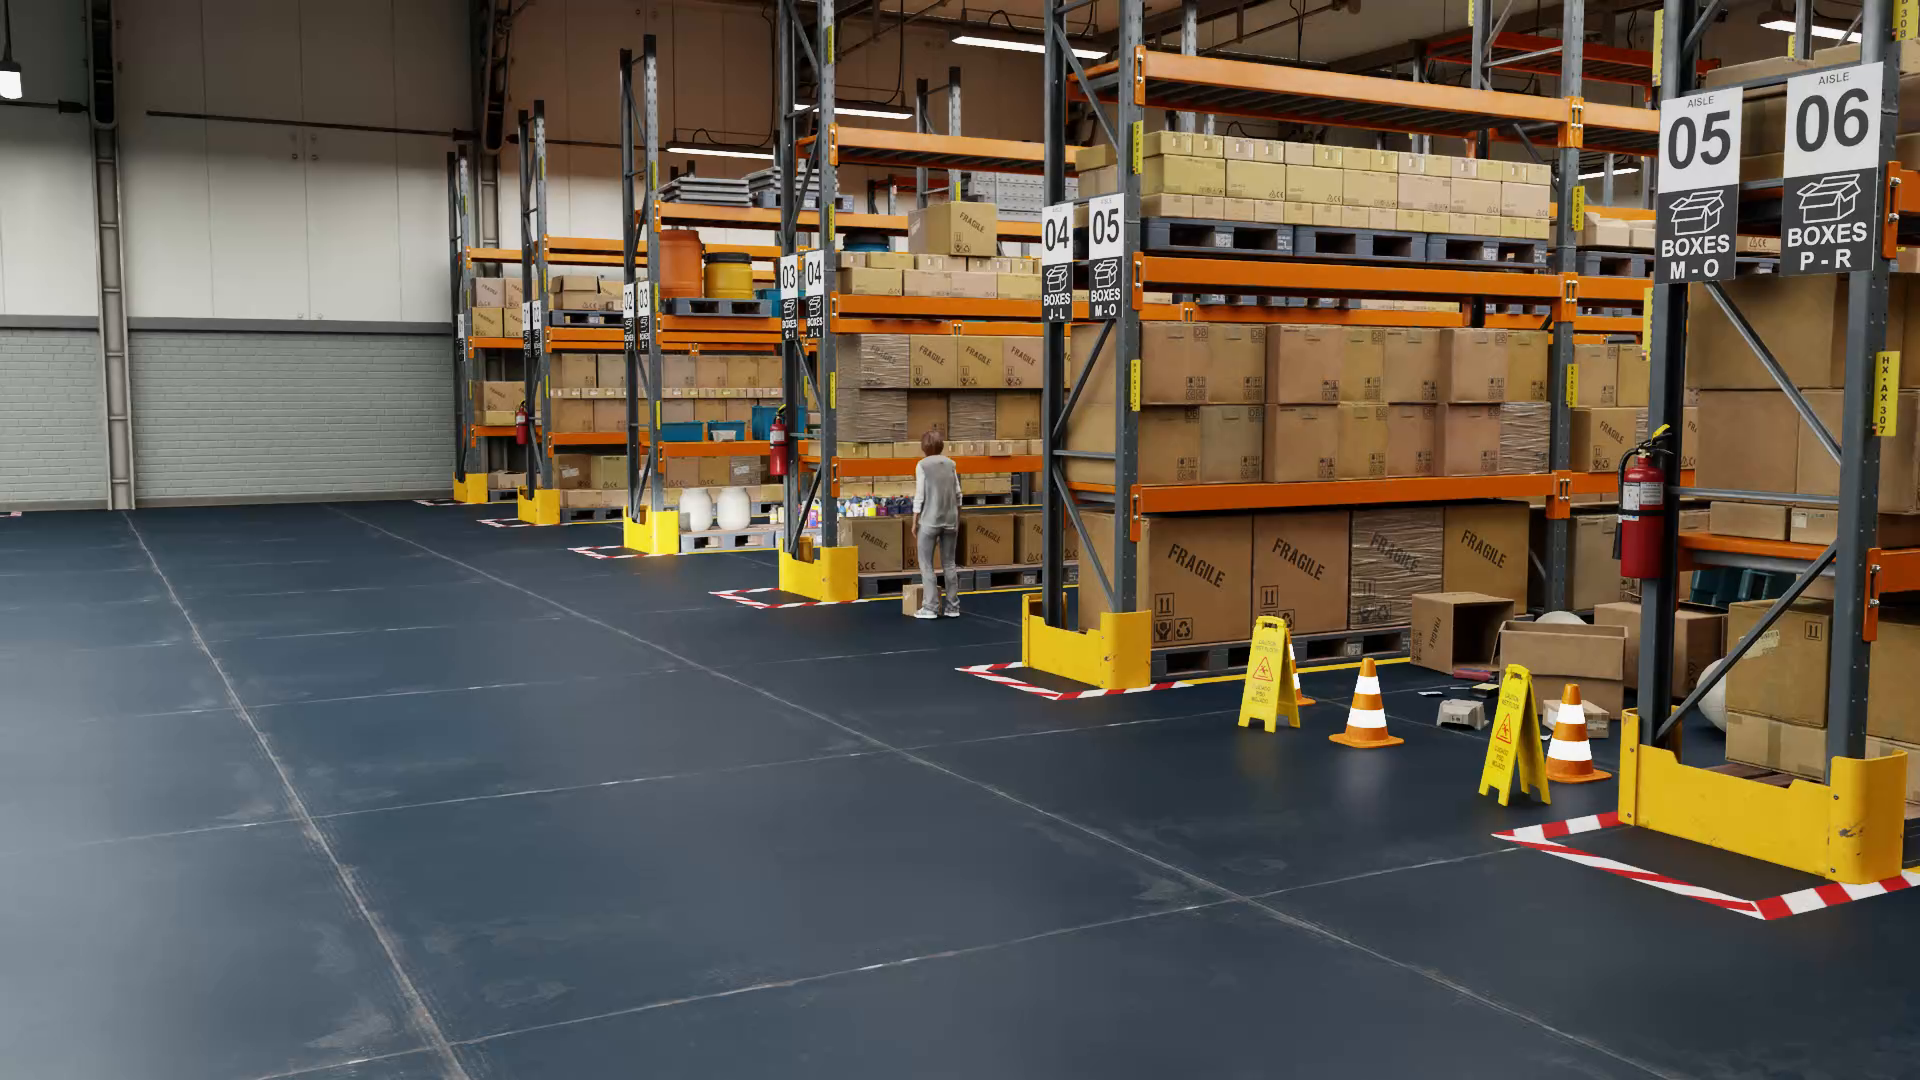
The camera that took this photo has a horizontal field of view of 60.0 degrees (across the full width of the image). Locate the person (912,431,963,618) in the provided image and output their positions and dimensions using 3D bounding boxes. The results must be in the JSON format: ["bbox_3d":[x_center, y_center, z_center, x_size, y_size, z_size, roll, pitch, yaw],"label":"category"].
[{"bbox_3d":[-0.197,-0.128,14.122,0.459,1.593,0.347,-3,6,-29],"label":"person"}]
